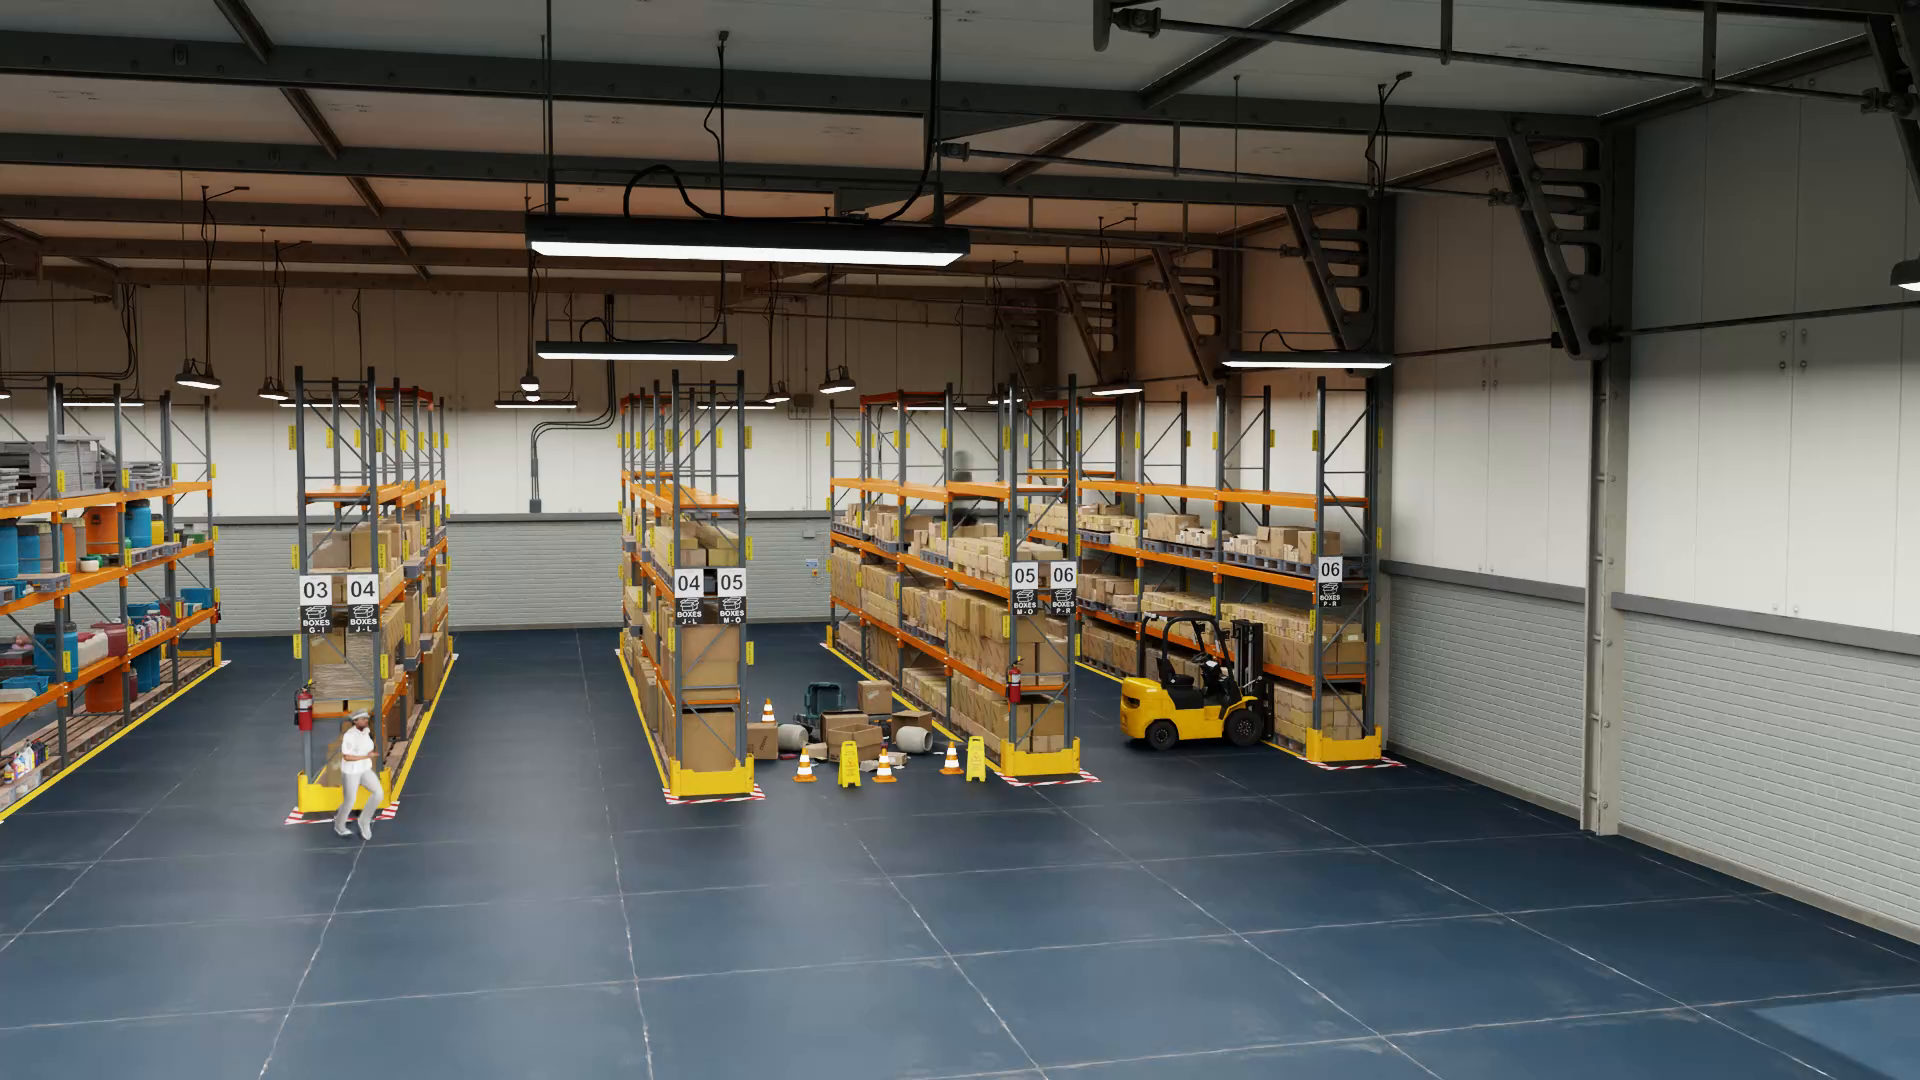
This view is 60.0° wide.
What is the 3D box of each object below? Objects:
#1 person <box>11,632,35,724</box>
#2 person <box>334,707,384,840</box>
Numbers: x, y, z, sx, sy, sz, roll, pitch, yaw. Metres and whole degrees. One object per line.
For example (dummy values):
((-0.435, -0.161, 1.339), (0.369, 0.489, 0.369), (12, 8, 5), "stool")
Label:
((-16.708, 2.446, 29.673), (0.475, 1.633, 0.835), (-1, 4, -18), "person")
((-7.546, 2.916, 20.845), (0.800, 1.681, 0.603), (1, 4, 24), "person")
